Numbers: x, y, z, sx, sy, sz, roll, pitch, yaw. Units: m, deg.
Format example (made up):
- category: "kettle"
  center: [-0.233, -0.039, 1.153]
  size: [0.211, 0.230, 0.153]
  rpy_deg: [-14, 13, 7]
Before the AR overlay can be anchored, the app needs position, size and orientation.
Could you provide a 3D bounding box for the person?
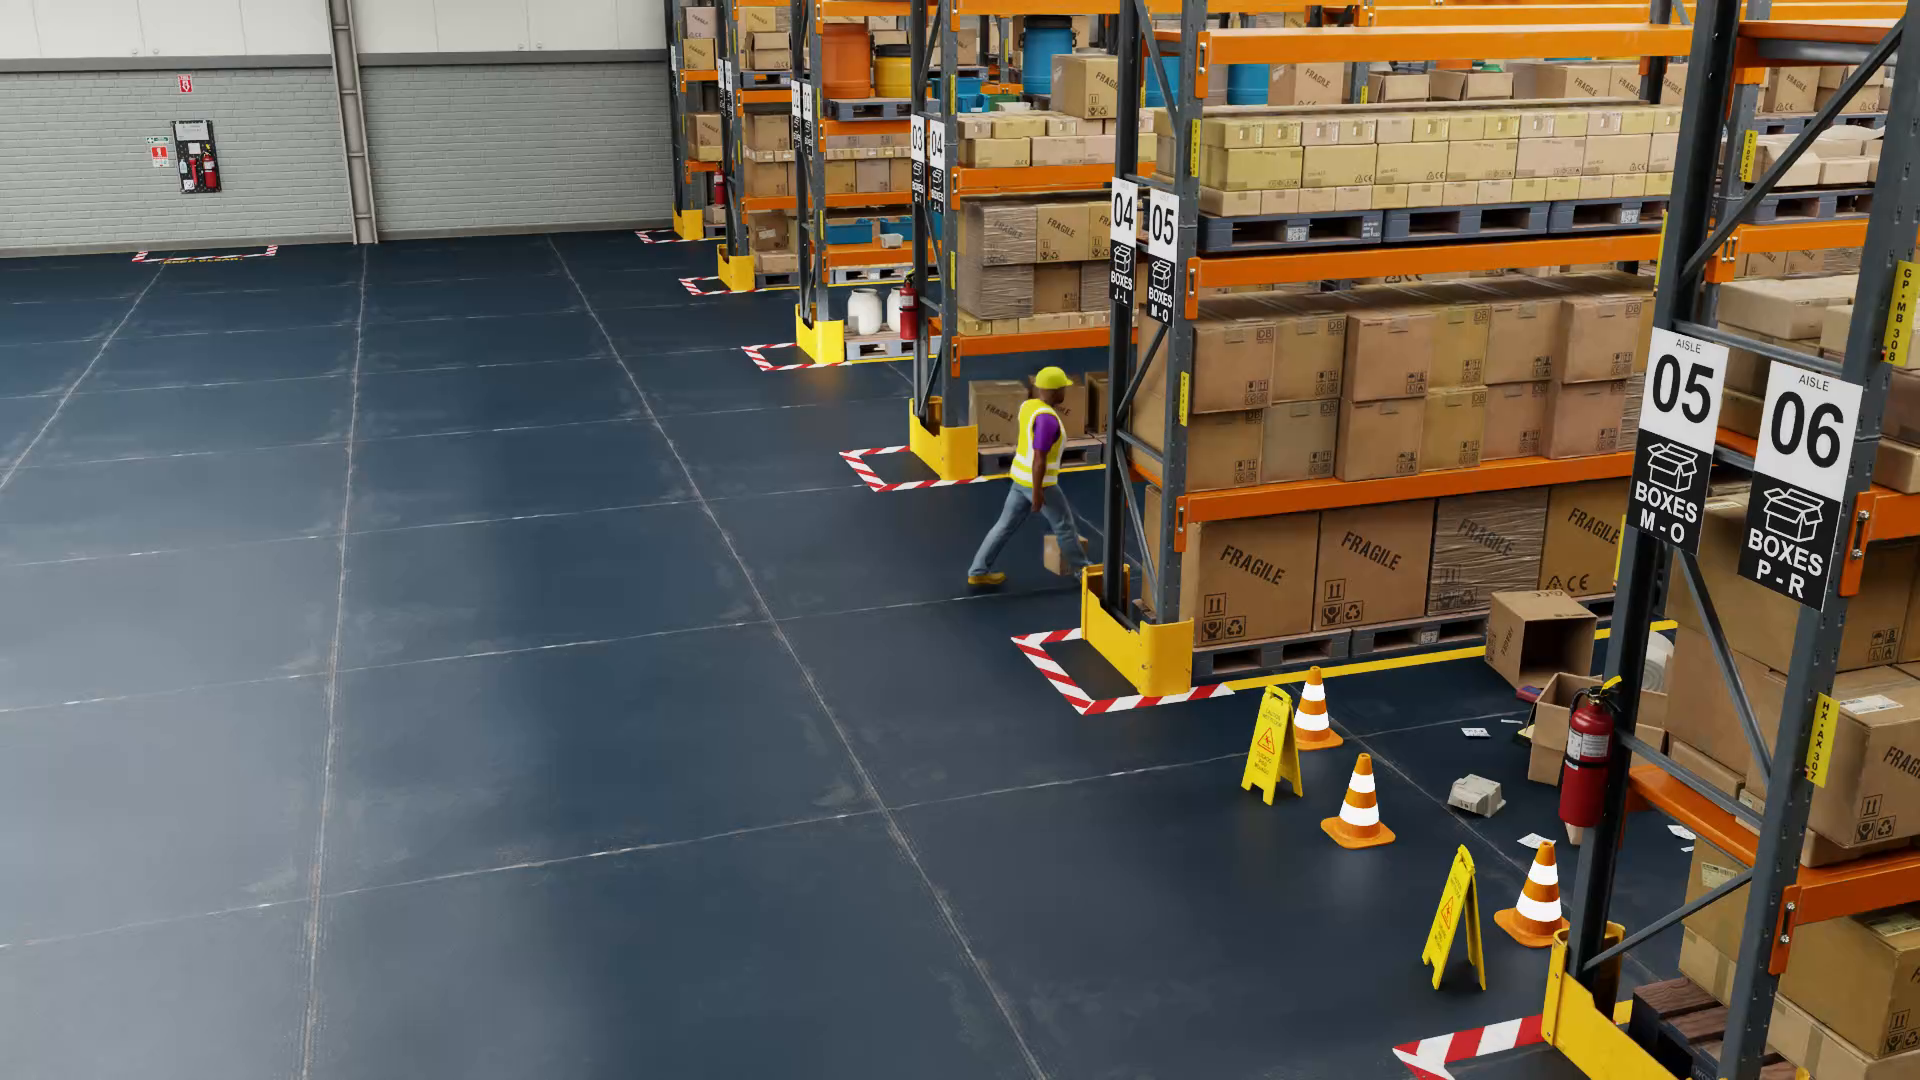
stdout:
- category: "person"
  center: [0.606, -0.466, 12.432]
  size: [1.130, 1.692, 0.571]
  rpy_deg: [-7, 20, -18]
